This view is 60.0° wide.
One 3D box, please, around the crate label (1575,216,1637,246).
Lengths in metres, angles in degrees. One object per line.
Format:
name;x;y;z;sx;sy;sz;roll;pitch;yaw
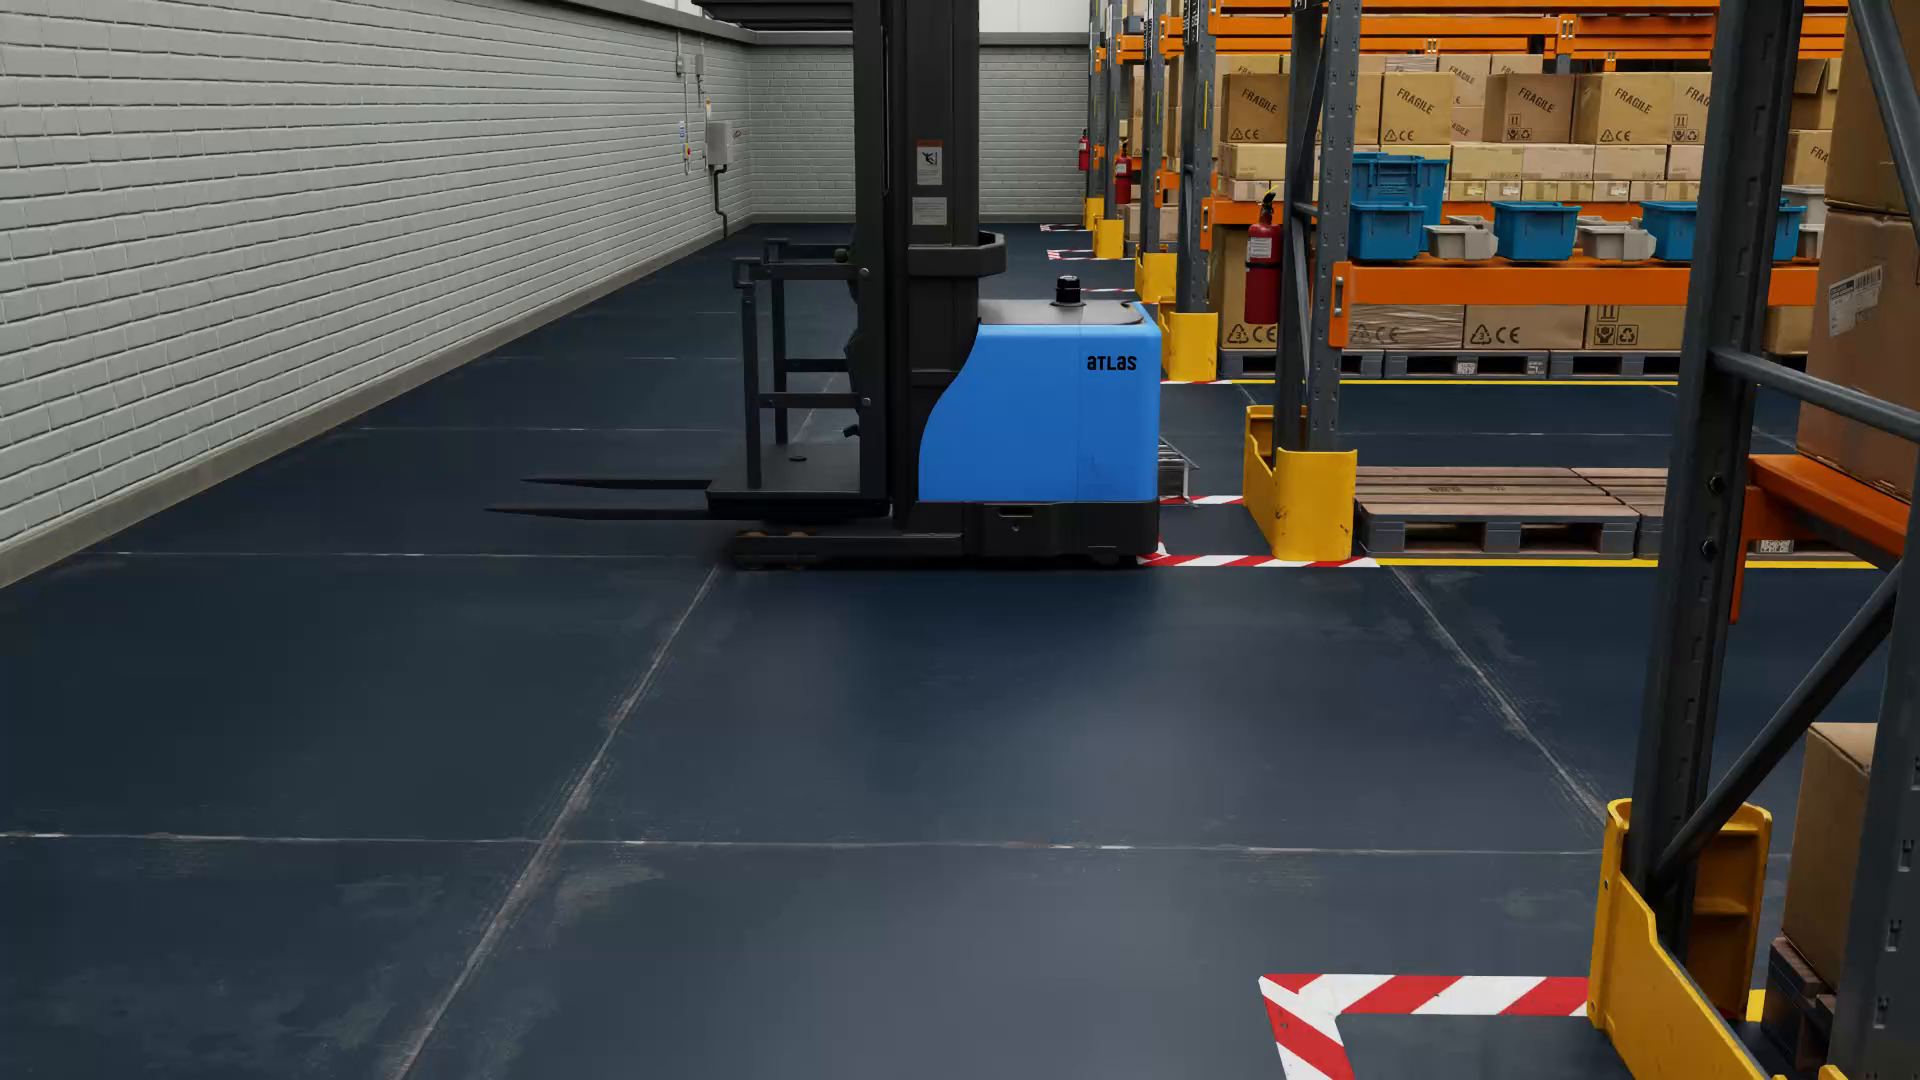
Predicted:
crate label;3.021;-1.447;7.842;0.243;0.136;0.396;0;15;1

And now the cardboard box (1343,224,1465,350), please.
cardboard box;3.311;-1.955;12.710;0.875;0.875;0.875;0;15;1

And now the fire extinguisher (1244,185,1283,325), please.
fire extinguisher;1.494;-1.405;8.166;0.183;0.674;0.296;0;15;1

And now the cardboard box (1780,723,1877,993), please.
cardboard box;2.053;0.694;3.366;0.500;0.500;0.500;0;15;1

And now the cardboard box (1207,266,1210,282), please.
cardboard box;2.503;-2.772;17.233;0.250;0.149;0.380;1;15;3

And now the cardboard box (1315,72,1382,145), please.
cardboard box;2.733;-3.127;12.054;0.500;0.500;0.500;0;15;0

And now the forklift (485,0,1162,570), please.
forklift;-0.626;-1.420;7.476;3.031;2.935;1.130;0;15;1

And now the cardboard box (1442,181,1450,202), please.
cardboard box;3.392;-2.553;12.128;0.250;0.149;0.380;0;15;1

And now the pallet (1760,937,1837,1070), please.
pallet;2.376;1.112;3.213;1.213;0.211;1.003;0;15;1

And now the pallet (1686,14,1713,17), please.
pallet;7.637;-5.329;16.647;1.003;0.211;1.213;0;15;1

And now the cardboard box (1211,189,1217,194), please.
cardboard box;4.124;-5.483;26.821;0.500;0.500;0.500;1;15;2

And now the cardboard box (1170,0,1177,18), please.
cardboard box;2.449;-5.475;17.126;0.500;0.250;0.500;0;15;0

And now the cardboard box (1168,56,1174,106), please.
cardboard box;2.451;-4.769;17.296;0.500;0.500;0.500;0;15;0

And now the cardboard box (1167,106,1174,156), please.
cardboard box;2.443;-4.288;17.432;0.500;0.500;0.500;1;15;3

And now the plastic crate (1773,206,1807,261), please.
plastic crate;3.488;-1.357;7.315;0.300;0.233;0.416;0;15;1

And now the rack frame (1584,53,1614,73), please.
rack frame;10.133;-6.509;26.633;0.127;3.000;1.000;0;15;1

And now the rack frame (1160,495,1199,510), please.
rack frame;1.038;-0.273;8.850;0.240;0.006;0.900;-2;15;-7

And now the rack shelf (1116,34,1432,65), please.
rack shelf;4.012;-6.385;21.692;4.000;0.370;1.077;0;15;1

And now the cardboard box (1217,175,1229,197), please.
cardboard box;2.124;-2.729;12.795;0.250;0.149;0.380;1;15;2

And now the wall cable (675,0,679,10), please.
wall cable;-3.681;-8.162;21.135;0.029;3.000;0.463;0;15;1

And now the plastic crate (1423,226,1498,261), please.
plastic crate;2.190;-1.298;7.280;0.298;0.136;0.250;0;15;1

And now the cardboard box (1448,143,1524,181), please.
cardboard box;3.776;-2.760;12.132;0.500;0.250;0.500;0;15;0

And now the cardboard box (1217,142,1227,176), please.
cardboard box;2.251;-2.904;12.679;0.500;0.250;0.500;0;15;1

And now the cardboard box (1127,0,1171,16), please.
cardboard box;2.465;-6.945;21.678;0.500;0.250;0.500;-1;15;-4

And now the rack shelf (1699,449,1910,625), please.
rack shelf;3.502;0.119;2.920;4.000;0.370;1.077;0;15;1

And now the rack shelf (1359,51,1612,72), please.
rack shelf;8.134;-7.625;26.391;4.000;0.370;1.077;0;15;1

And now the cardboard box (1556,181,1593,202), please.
cardboard box;4.416;-2.546;12.103;0.250;0.149;0.380;1;15;2

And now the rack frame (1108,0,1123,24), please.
rack frame;2.013;-8.196;21.267;0.127;3.000;1.000;0;15;1

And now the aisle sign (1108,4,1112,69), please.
aisle sign;1.933;-6.479;21.422;0.004;0.787;0.394;0;15;1

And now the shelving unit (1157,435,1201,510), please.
shelving unit;1.038;-0.371;8.824;0.258;0.210;0.900;-2;15;-7

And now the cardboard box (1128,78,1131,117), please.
cardboard box;2.501;-5.885;22.110;0.500;0.500;0.500;1;15;3

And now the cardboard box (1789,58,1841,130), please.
cardboard box;6.397;-3.274;12.206;0.637;0.503;0.797;0;15;0

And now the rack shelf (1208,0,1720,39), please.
rack shelf;3.759;-3.858;12.113;4.000;0.370;1.077;0;15;1

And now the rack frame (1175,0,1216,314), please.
rack frame;1.760;-2.769;12.453;0.127;3.000;1.000;0;15;1

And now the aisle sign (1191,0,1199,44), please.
aisle sign;1.680;-3.949;11.834;0.004;0.787;0.394;0;15;1

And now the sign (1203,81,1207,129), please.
sign;1.740;-3.084;11.797;0.005;0.325;0.100;0;15;1

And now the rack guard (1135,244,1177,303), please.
rack guard;2.063;-2.824;17.562;0.348;0.500;1.175;0;15;1

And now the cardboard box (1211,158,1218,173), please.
cardboard box;2.558;-3.834;16.986;0.250;0.149;0.380;1;15;3

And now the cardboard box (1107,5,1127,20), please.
cardboard box;2.573;-8.258;26.111;0.500;0.250;0.500;0;15;1

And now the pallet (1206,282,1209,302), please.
pallet;2.875;-2.670;17.545;1.213;0.211;1.003;0;15;1

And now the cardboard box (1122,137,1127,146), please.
cardboard box;2.713;-6.378;26.628;0.250;0.149;0.380;1;15;3

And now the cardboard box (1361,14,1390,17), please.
cardboard box;3.987;-5.332;16.583;0.500;0.250;0.500;0;15;1

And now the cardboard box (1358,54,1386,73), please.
cardboard box;3.963;-4.625;16.749;0.500;0.500;0.500;0;15;0

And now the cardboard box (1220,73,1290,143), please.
cardboard box;2.253;-3.266;12.581;0.500;0.500;0.500;1;15;2

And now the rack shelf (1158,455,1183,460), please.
rack shelf;1.053;-0.340;8.706;0.258;0.200;0.077;-2;15;-7

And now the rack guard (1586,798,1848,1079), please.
rack guard;1.579;0.967;3.195;0.348;0.500;1.175;0;15;1

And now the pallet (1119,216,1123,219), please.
pallet;3.009;-5.208;27.166;1.213;0.211;1.003;0;15;1
